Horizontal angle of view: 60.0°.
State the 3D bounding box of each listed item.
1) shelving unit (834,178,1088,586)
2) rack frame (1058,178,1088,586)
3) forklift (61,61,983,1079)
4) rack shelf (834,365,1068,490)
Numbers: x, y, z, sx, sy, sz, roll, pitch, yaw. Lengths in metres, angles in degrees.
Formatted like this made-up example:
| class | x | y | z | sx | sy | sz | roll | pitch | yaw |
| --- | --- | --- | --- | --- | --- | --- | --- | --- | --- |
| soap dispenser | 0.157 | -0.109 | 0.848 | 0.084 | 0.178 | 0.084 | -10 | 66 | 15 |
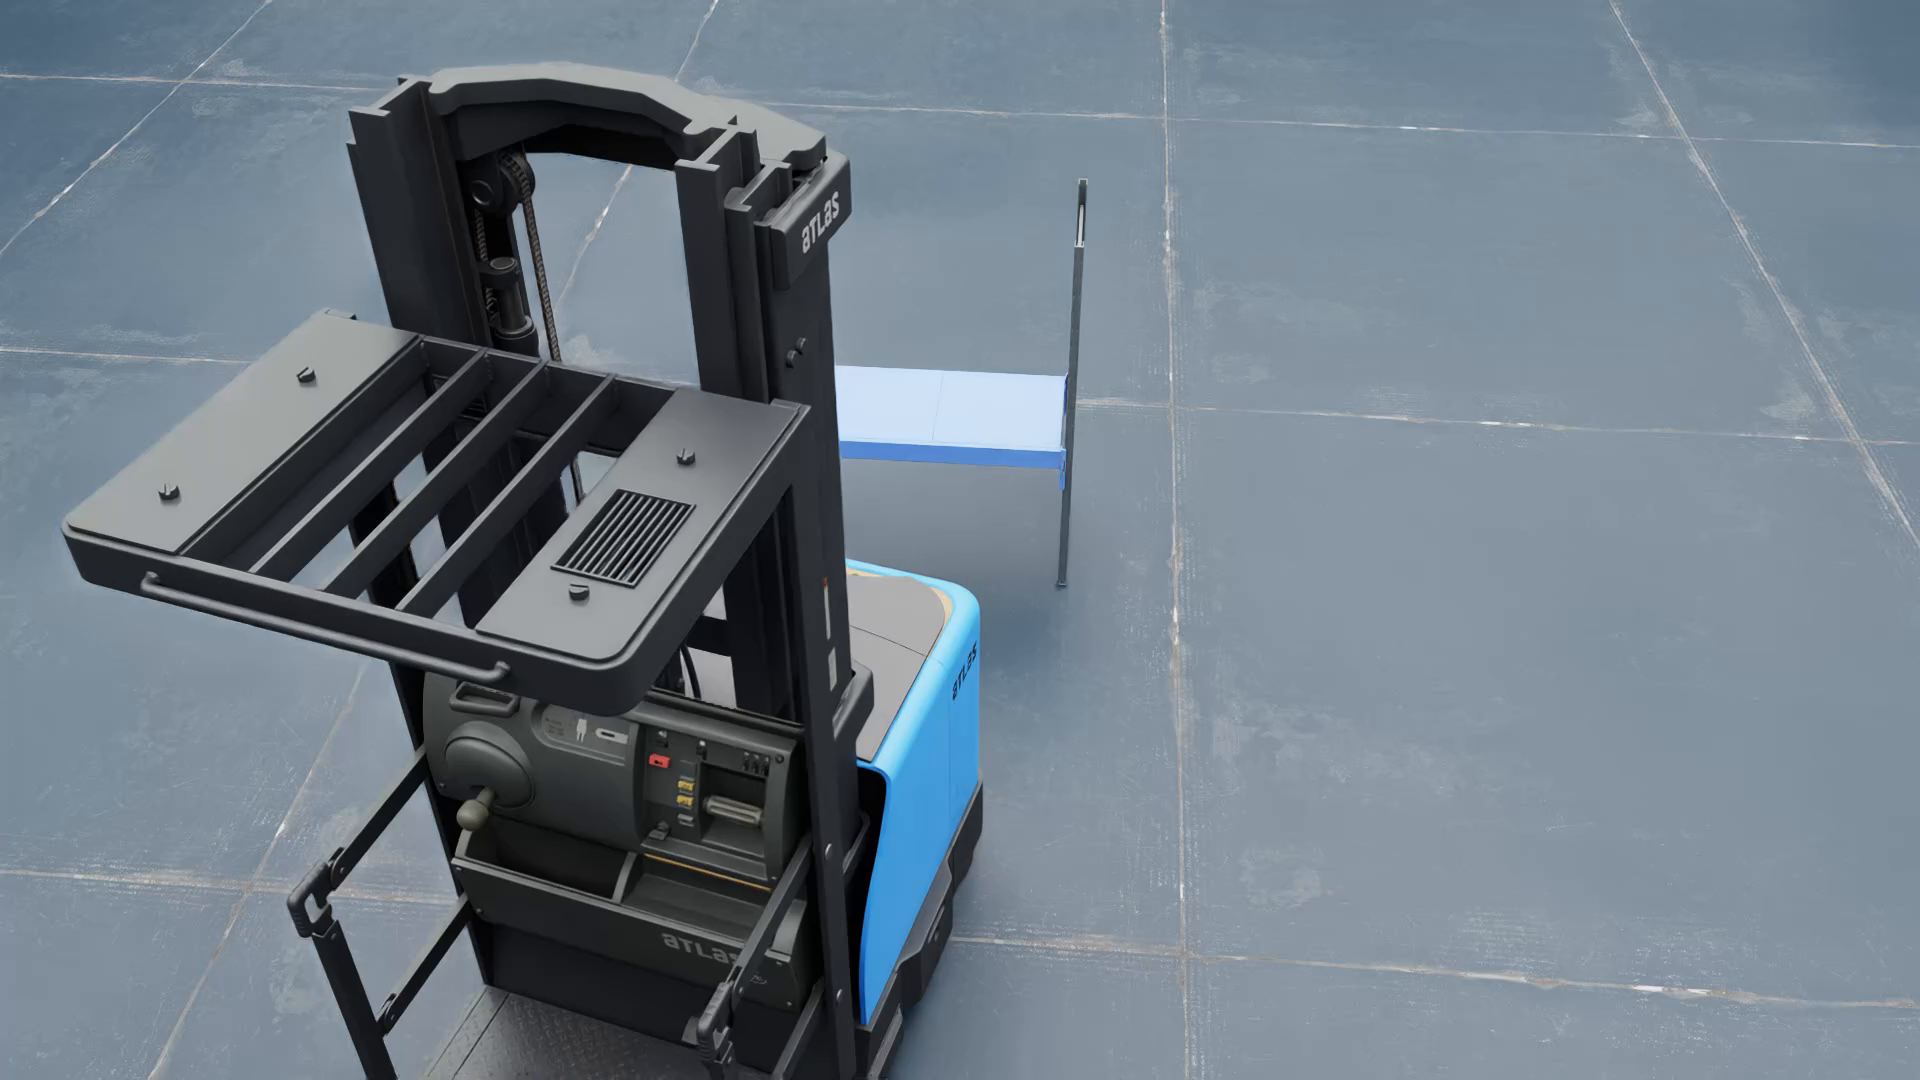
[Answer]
| class | x | y | z | sx | sy | sz | roll | pitch | yaw |
| --- | --- | --- | --- | --- | --- | --- | --- | --- | --- |
| shelving unit | -0.085 | -0.586 | 6.282 | 1.048 | 1.500 | 0.538 | 3 | 39 | 4 |
| rack frame | 0.421 | -0.559 | 6.248 | 0.032 | 1.500 | 0.500 | 3 | 39 | 4 |
| forklift | -0.889 | 0.615 | 3.673 | 1.130 | 2.935 | 3.031 | 12 | 41 | 15 |
| rack shelf | -0.085 | -0.447 | 6.396 | 1.000 | 0.185 | 0.538 | 3 | 39 | 4 |
